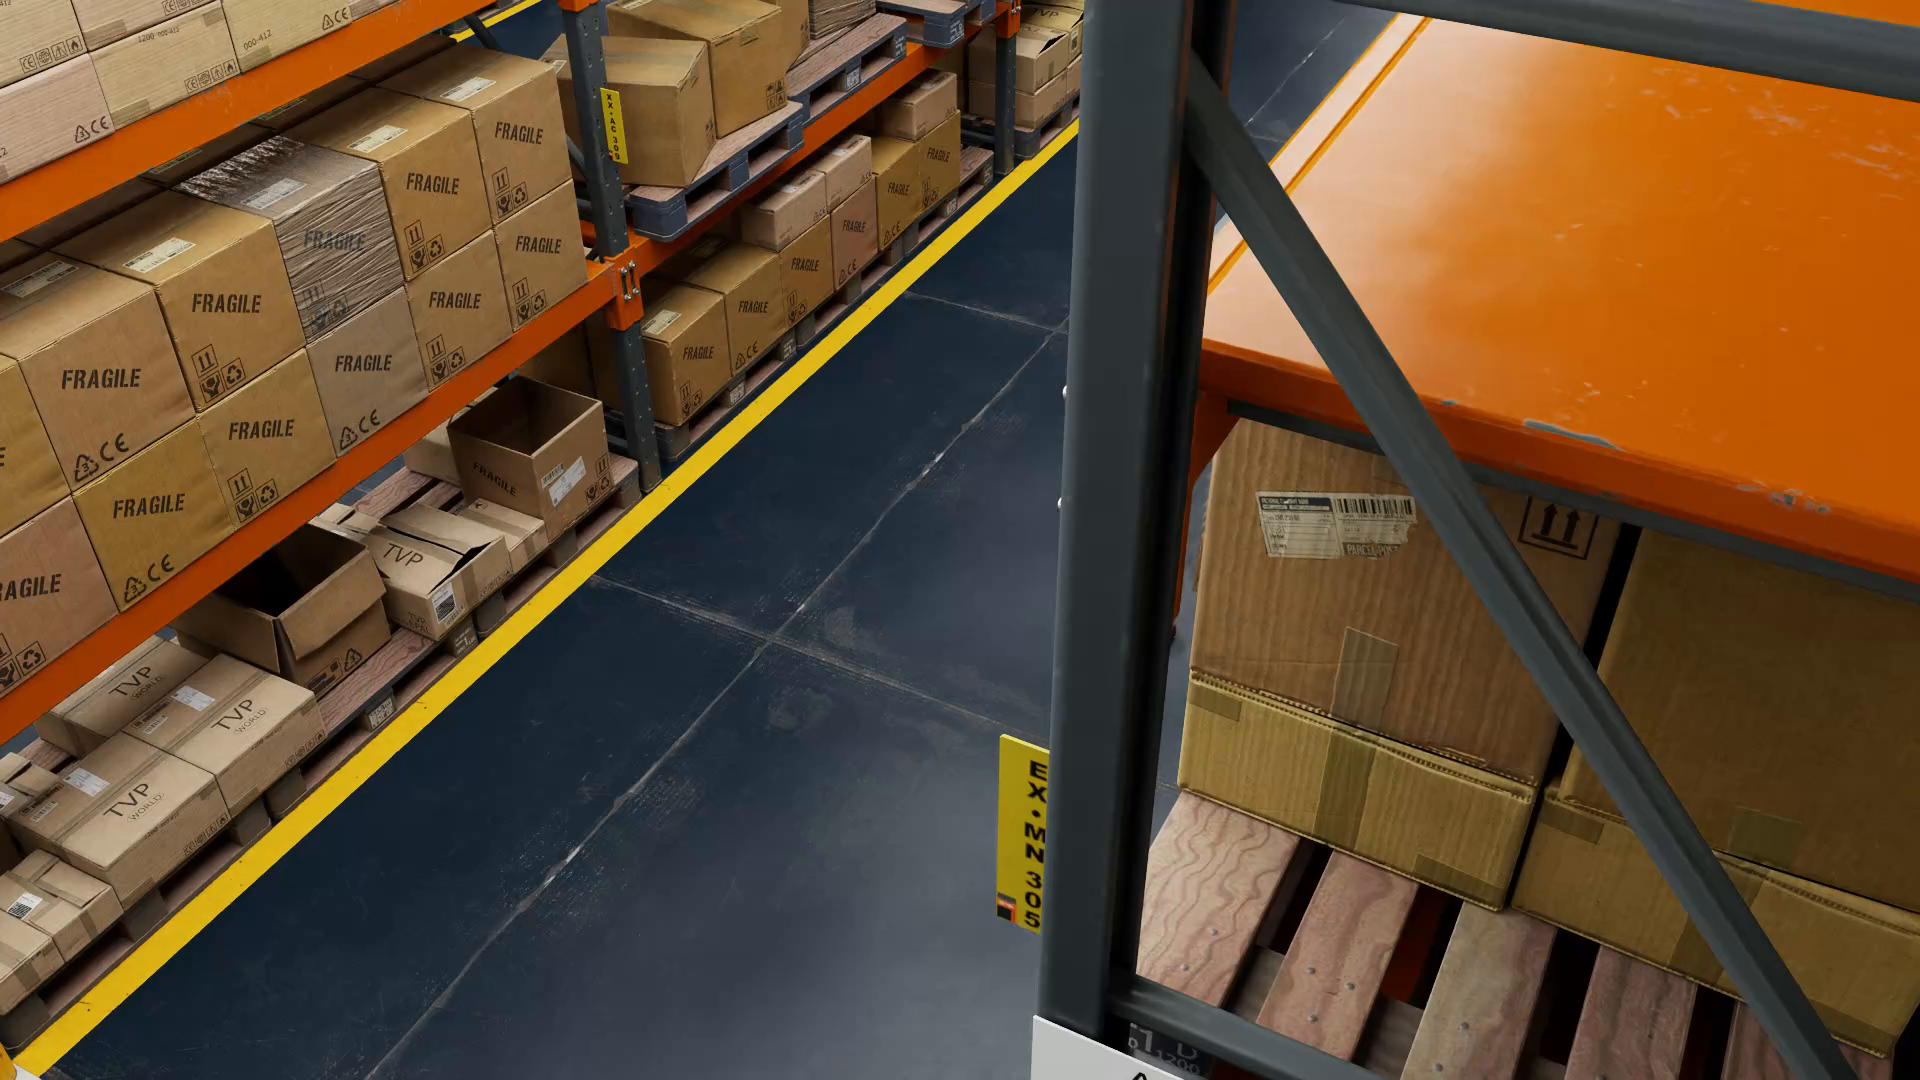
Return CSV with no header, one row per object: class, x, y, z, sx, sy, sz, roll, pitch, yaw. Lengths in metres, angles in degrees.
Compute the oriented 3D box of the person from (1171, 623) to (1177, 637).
person,0.793,-0.368,7.108,0.368,1.647,0.592,-13,40,-16
